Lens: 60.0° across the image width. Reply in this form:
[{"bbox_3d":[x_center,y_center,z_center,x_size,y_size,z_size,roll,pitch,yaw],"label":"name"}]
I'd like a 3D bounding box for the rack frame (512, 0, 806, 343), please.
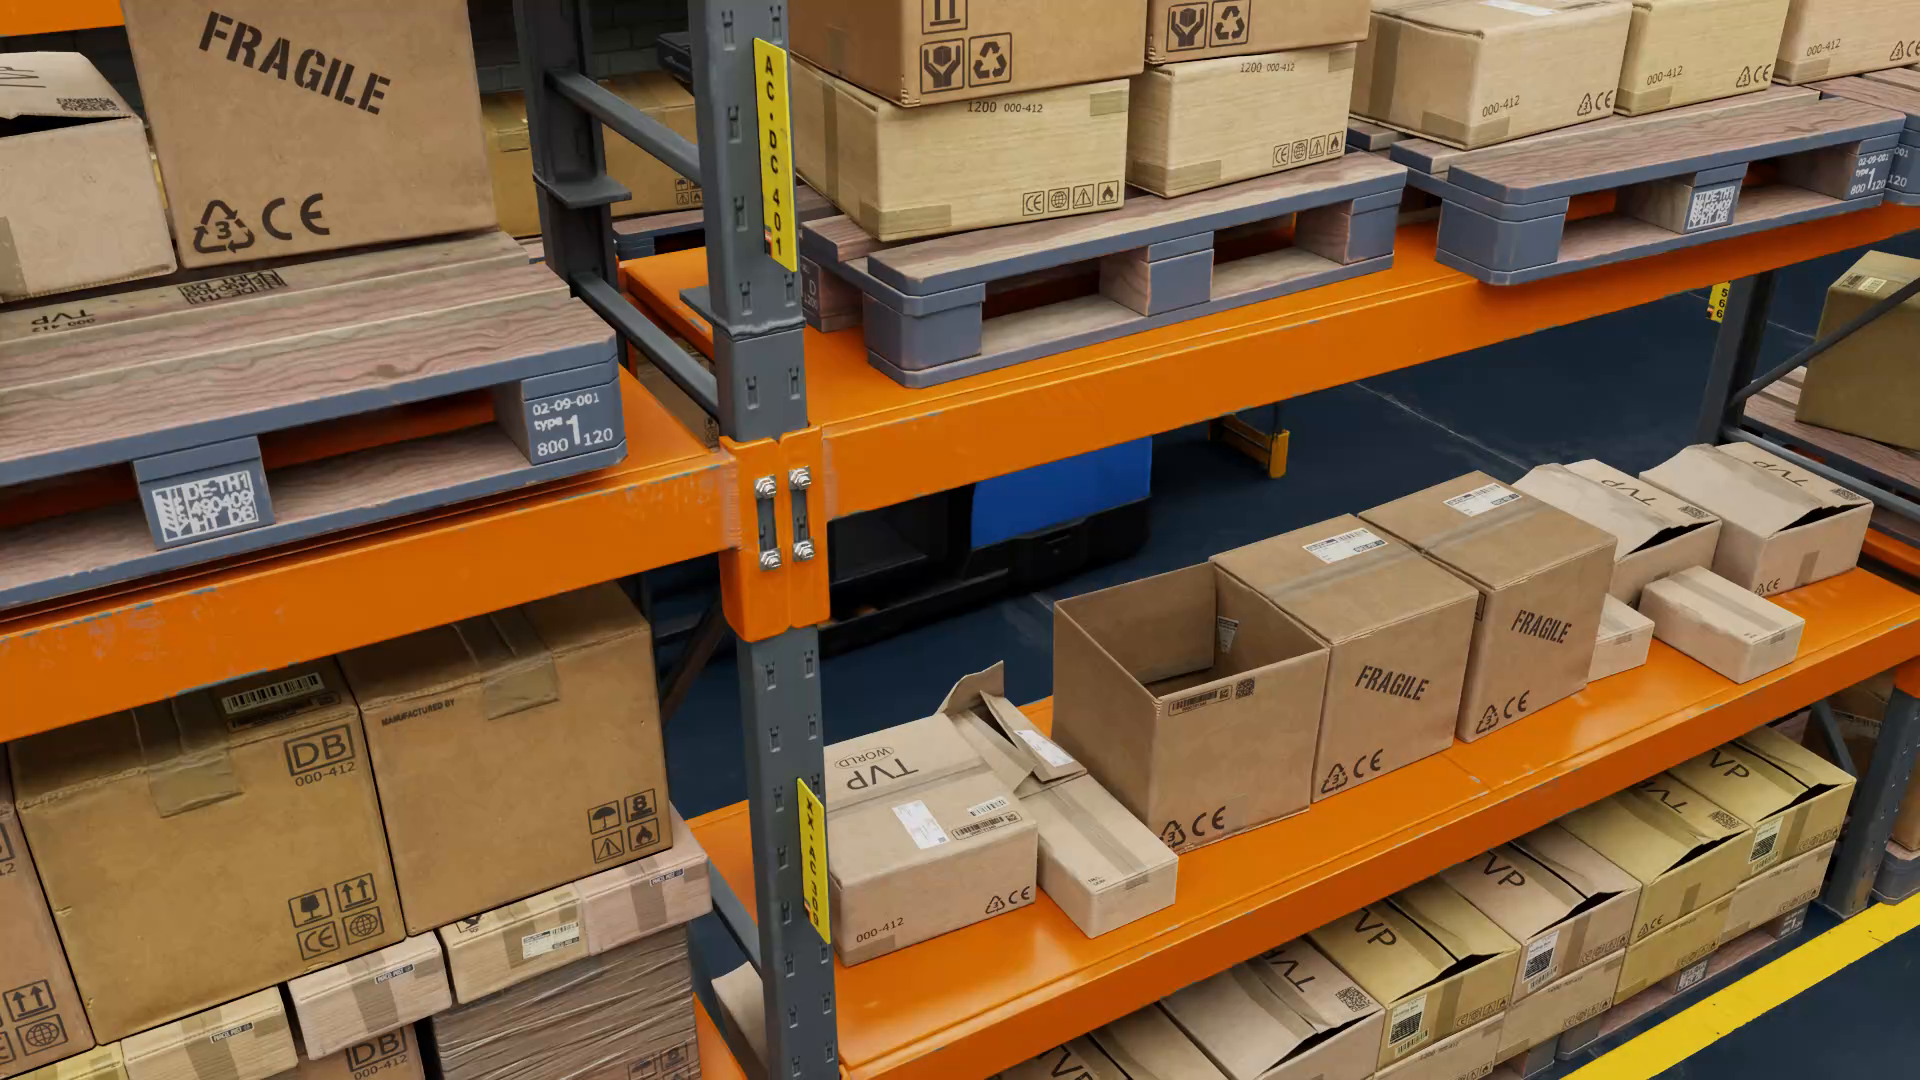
[{"bbox_3d":[-0.553,-1.846,2.281,0.127,3.000,1.000,-16,33,-26],"label":"rack frame"}]

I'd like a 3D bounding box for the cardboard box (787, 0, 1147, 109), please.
[{"bbox_3d":[-0.001,-1.113,3.003,0.500,0.500,0.500,-15,32,-26],"label":"cardboard box"}]

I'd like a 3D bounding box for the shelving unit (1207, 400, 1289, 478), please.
[{"bbox_3d":[1.130,-0.989,8.491,1.083,1.500,0.587,-16,33,-27],"label":"shelving unit"}]

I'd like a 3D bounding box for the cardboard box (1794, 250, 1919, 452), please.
[{"bbox_3d":[3.381,-0.627,5.743,0.700,0.500,0.500,22,36,34],"label":"cardboard box"}]

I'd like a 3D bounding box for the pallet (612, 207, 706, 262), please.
[{"bbox_3d":[-1.303,-1.675,8.380,1.213,0.211,1.003,-16,33,-26],"label":"pallet"}]

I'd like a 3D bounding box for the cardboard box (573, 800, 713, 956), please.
[{"bbox_3d":[-0.679,0.609,3.267,0.250,0.149,0.380,-16,33,-26],"label":"cardboard box"}]

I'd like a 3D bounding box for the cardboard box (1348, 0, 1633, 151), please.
[{"bbox_3d":[1.126,-1.093,3.742,0.500,0.250,0.500,-19,34,-30],"label":"cardboard box"}]

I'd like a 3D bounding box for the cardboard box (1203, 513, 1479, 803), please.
[{"bbox_3d":[1.003,0.304,4.490,0.500,0.500,0.500,-16,33,-26],"label":"cardboard box"}]

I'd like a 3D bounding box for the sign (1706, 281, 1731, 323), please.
[{"bbox_3d":[2.612,-0.894,5.650,0.005,0.325,0.100,-16,33,-26],"label":"sign"}]

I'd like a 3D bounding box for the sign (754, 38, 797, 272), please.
[{"bbox_3d":[-0.271,-0.563,2.443,0.005,0.325,0.100,-16,33,-26],"label":"sign"}]

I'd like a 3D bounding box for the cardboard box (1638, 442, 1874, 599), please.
[{"bbox_3d":[2.560,-0.088,5.398,0.500,0.311,0.500,-14,32,-23],"label":"cardboard box"}]

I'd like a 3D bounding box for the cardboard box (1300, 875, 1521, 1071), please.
[{"bbox_3d":[1.254,1.181,4.836,0.500,0.311,0.500,-15,32,-25],"label":"cardboard box"}]

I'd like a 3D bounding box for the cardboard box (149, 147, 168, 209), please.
[{"bbox_3d":[-3.317,-1.309,6.875,0.500,0.500,0.500,-16,33,-26],"label":"cardboard box"}]

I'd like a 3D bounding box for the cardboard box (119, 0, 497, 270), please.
[{"bbox_3d":[-1.121,-0.808,2.822,0.500,0.500,0.500,-13,31,-22],"label":"cardboard box"}]

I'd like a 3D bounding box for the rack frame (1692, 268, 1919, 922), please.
[{"bbox_3d":[2.895,-0.198,5.505,0.127,3.000,1.000,-16,33,-26],"label":"rack frame"}]

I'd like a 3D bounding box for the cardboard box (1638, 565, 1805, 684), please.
[{"bbox_3d":[2.260,0.247,4.958,0.250,0.149,0.380,-16,33,-26],"label":"cardboard box"}]

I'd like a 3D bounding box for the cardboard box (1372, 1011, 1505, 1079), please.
[{"bbox_3d":[1.246,1.429,4.968,0.500,0.250,0.500,-15,32,-25],"label":"cardboard box"}]

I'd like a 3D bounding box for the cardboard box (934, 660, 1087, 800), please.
[{"bbox_3d":[0.112,0.548,4.292,0.258,0.266,0.396,-17,33,-28],"label":"cardboard box"}]

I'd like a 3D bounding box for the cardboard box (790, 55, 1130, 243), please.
[{"bbox_3d":[-0.017,-0.797,3.207,0.500,0.250,0.500,-12,31,-21],"label":"cardboard box"}]

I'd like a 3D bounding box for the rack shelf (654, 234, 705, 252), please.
[{"bbox_3d":[-1.342,-1.456,8.529,4.000,0.370,1.077,-16,33,-26],"label":"rack shelf"}]

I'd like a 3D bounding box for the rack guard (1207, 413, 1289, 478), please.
[{"bbox_3d":[1.556,-0.567,9.018,0.087,0.250,0.587,-16,33,-27],"label":"rack guard"}]

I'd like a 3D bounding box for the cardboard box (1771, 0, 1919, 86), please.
[{"bbox_3d":[2.090,-1.359,4.225,0.500,0.250,0.500,-15,32,-25],"label":"cardboard box"}]

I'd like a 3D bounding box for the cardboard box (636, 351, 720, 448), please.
[{"bbox_3d":[-1.559,-0.823,8.768,0.500,0.500,0.700,-15,32,-26],"label":"cardboard box"}]

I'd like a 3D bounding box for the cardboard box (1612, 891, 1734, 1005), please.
[{"bbox_3d":[2.123,1.180,5.419,0.500,0.250,0.500,-16,33,-27],"label":"cardboard box"}]

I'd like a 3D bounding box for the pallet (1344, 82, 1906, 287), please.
[{"bbox_3d":[1.393,-0.950,3.959,1.213,0.211,1.003,-14,32,-24],"label":"pallet"}]

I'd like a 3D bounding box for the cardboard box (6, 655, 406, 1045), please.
[{"bbox_3d":[-1.368,0.405,2.966,0.500,0.500,0.700,-16,33,-26],"label":"cardboard box"}]

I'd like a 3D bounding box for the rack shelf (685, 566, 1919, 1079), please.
[{"bbox_3d":[1.171,0.606,4.791,4.000,0.370,1.077,-16,33,-26],"label":"rack shelf"}]

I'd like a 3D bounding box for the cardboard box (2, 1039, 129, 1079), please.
[{"bbox_3d":[-1.557,0.857,2.817,0.250,0.149,0.380,-16,33,-27],"label":"cardboard box"}]

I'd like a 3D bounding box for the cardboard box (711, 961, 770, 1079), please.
[{"bbox_3d":[-0.349,1.337,4.554,0.500,0.311,0.500,-16,33,-26],"label":"cardboard box"}]

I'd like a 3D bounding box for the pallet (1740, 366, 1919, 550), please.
[{"bbox_3d":[3.444,-0.309,5.905,1.003,0.211,1.213,-16,33,-26],"label":"pallet"}]

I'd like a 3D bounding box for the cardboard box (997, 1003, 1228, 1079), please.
[{"bbox_3d":[0.363,1.438,4.371,0.500,0.311,0.500,-16,33,-27],"label":"cardboard box"}]

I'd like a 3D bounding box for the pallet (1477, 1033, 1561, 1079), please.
[{"bbox_3d":[1.115,1.505,5.305,1.213,0.211,1.003,-16,33,-26],"label":"pallet"}]

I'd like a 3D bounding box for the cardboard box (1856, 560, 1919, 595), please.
[{"bbox_3d":[3.629,0.033,6.441,0.500,0.250,0.500,-15,32,-24],"label":"cardboard box"}]

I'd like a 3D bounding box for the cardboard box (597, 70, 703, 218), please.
[{"bbox_3d":[-1.573,-1.937,8.096,0.500,0.500,0.700,-11,31,-20],"label":"cardboard box"}]

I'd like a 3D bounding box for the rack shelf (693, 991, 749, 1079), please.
[{"bbox_3d":[-2.278,1.585,3.017,4.000,0.370,1.077,-16,33,-26],"label":"rack shelf"}]

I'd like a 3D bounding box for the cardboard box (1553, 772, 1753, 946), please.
[{"bbox_3d":[2.124,0.937,5.278,0.500,0.311,0.500,-16,33,-27],"label":"cardboard box"}]

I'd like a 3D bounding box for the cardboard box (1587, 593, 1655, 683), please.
[{"bbox_3d":[1.824,0.247,4.957,0.250,0.149,0.380,-13,32,-23],"label":"cardboard box"}]

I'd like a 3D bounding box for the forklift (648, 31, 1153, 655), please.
[{"bbox_3d":[-0.596,-1.069,7.154,3.031,2.935,1.130,-16,33,-27],"label":"forklift"}]

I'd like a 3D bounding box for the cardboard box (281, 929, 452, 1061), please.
[{"bbox_3d":[-1.118,0.734,3.041,0.250,0.149,0.380,-17,33,-28],"label":"cardboard box"}]

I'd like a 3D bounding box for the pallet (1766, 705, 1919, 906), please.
[{"bbox_3d":[3.558,0.856,6.481,1.213,0.211,1.003,-16,33,-26],"label":"pallet"}]

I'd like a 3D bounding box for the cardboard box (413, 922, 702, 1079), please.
[{"bbox_3d":[-0.933,0.848,3.505,0.500,0.500,0.700,-17,33,-28],"label":"cardboard box"}]
